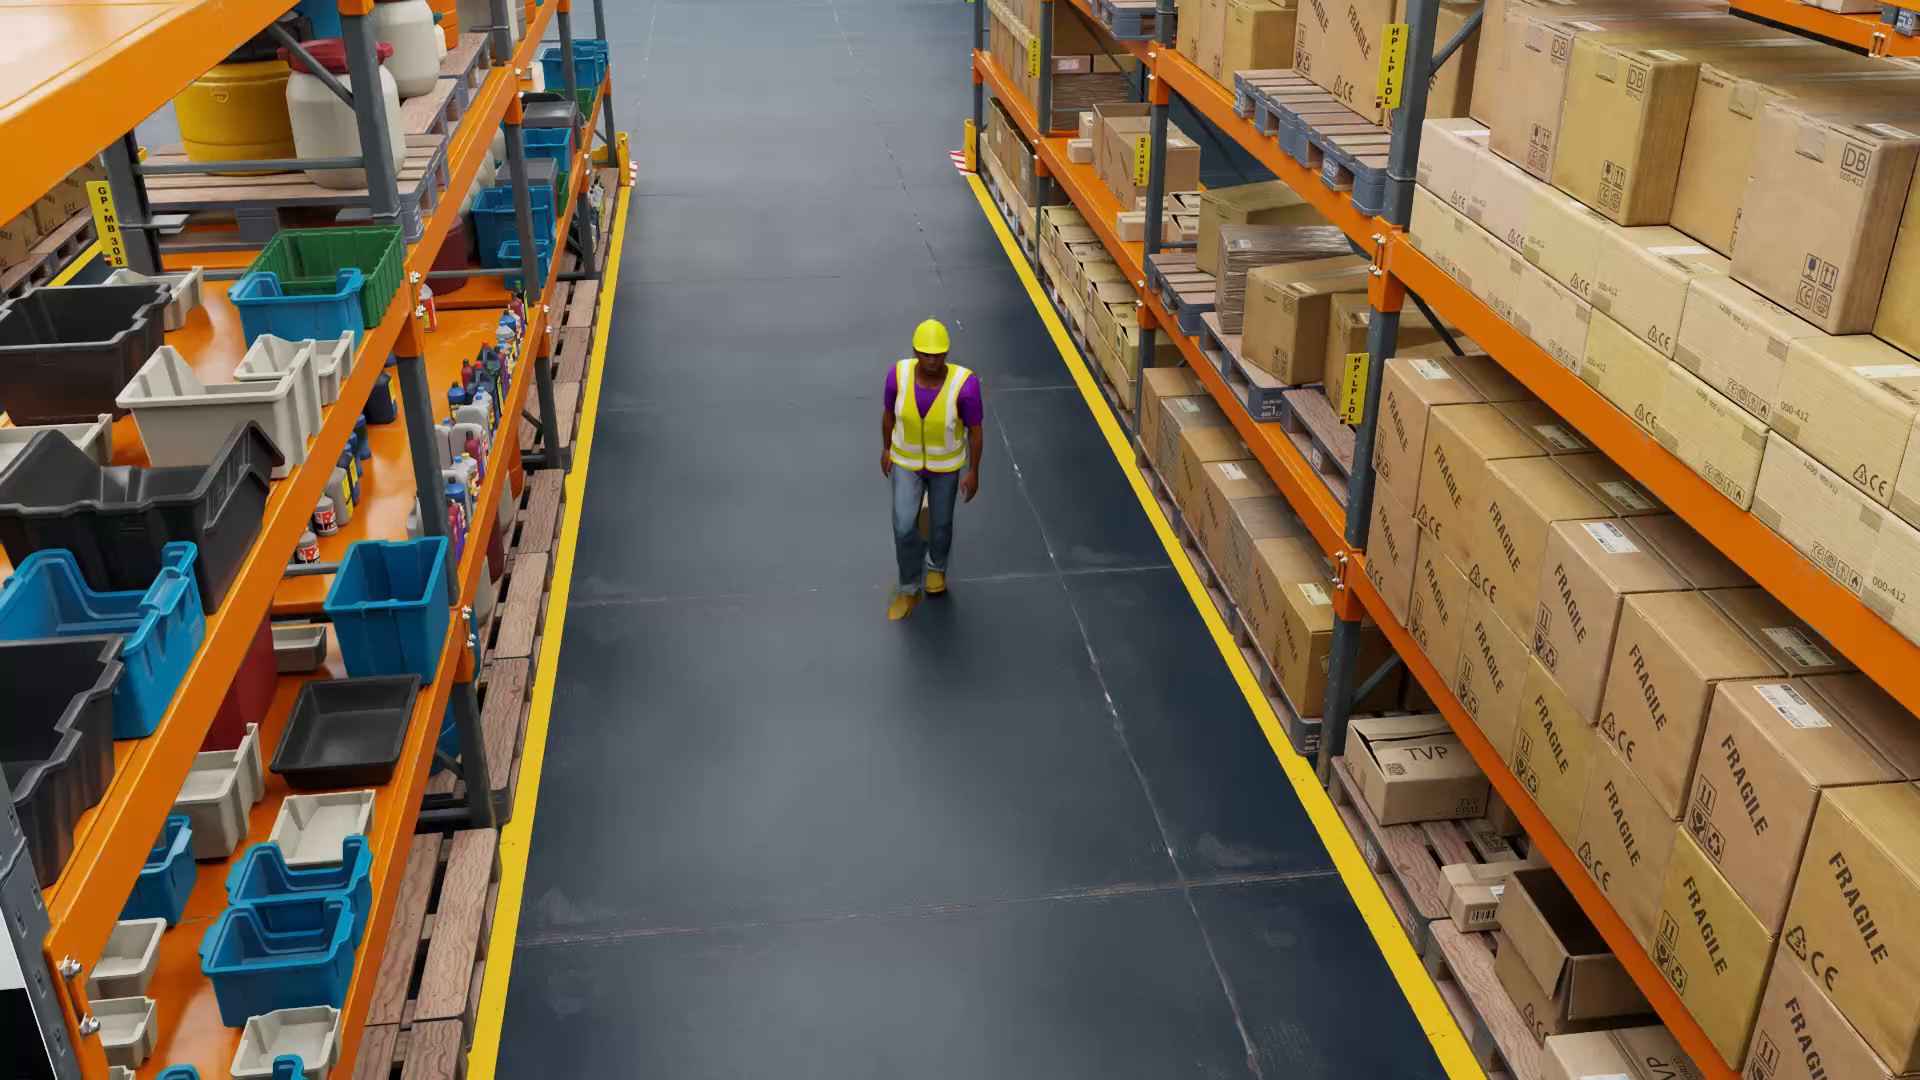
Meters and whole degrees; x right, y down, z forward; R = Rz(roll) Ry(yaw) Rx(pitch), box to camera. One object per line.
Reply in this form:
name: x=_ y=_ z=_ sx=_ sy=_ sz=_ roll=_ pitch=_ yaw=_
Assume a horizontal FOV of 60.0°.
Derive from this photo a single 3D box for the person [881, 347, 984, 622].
person: x=-0.165 y=-0.412 z=9.461 sx=0.606 sy=1.758 sz=0.581 roll=2 pitch=27 yaw=4
